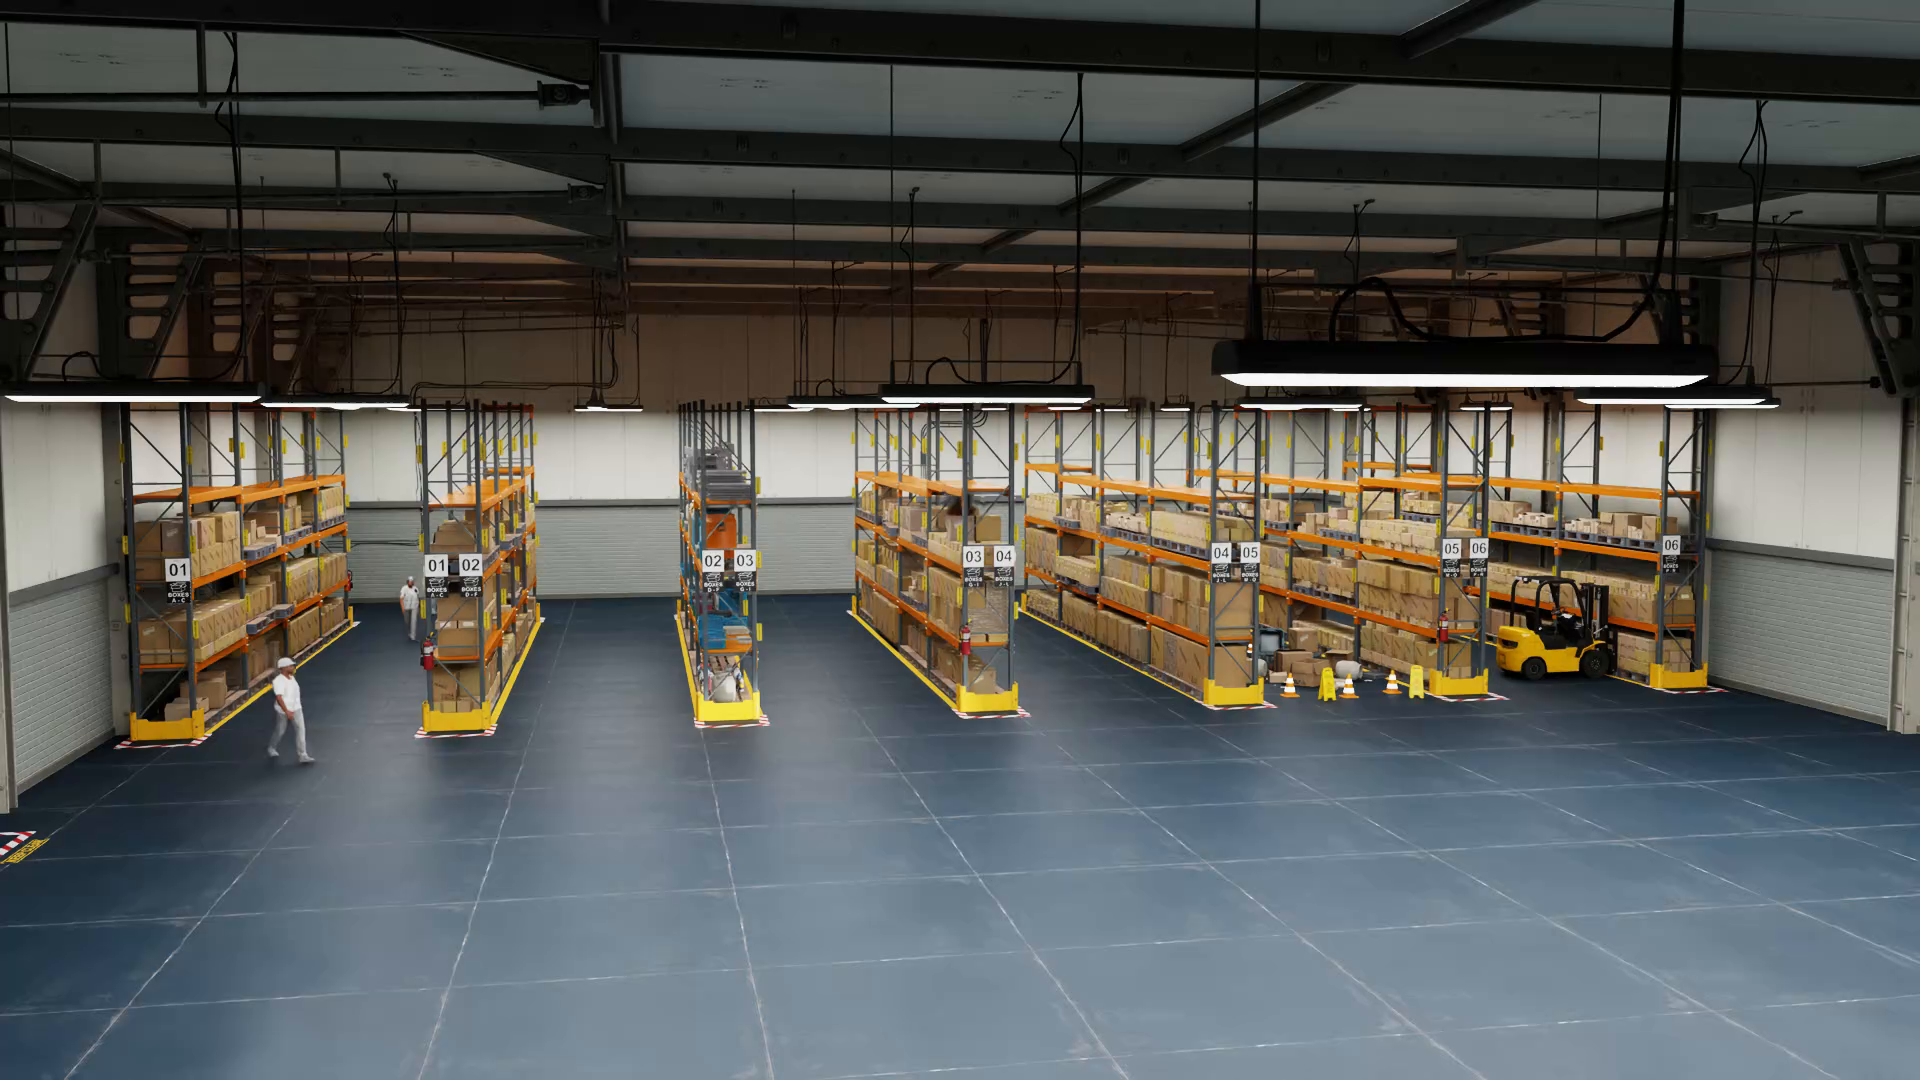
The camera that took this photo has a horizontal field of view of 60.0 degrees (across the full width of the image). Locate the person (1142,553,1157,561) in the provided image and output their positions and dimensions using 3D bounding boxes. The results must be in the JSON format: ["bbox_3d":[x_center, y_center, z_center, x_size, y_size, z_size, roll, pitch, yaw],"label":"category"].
[{"bbox_3d":[6.041,0.871,52.926,0.804,1.686,0.562,-2,5,-24],"label":"person"}]

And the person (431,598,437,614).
[{"bbox_3d":[-15.016,1.282,47.579,0.434,1.682,0.542,0,4,-1],"label":"person"}]

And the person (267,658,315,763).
[{"bbox_3d":[-11.073,2.805,27.388,1.034,1.730,0.507,4,6,39],"label":"person"}]

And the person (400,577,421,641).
[{"bbox_3d":[-13.925,1.737,42.161,0.493,1.617,0.929,0,4,-7],"label":"person"}]
